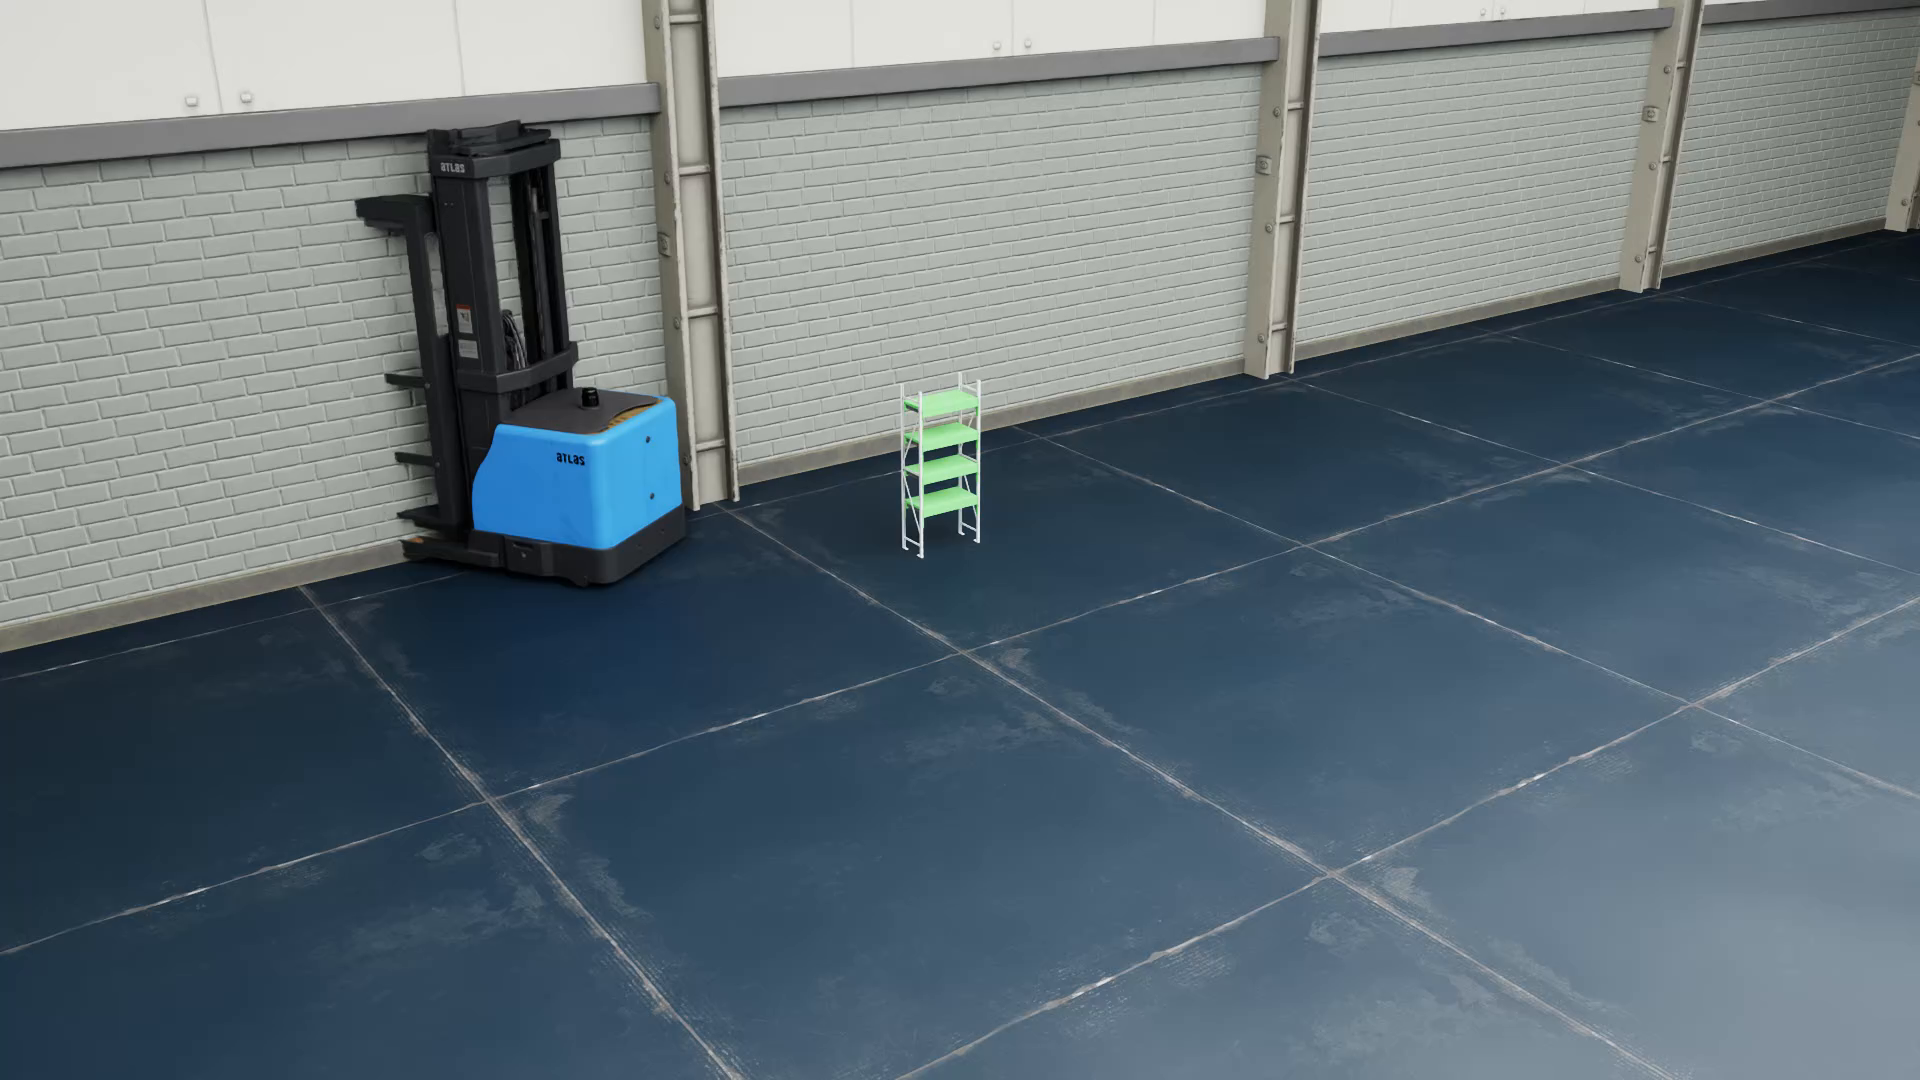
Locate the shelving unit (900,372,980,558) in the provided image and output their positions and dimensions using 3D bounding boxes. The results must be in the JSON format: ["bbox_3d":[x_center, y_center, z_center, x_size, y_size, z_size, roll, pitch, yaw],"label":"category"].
[{"bbox_3d":[-0.134,-0.521,11.584,0.503,1.200,0.258,-15,26,-33],"label":"shelving unit"}]

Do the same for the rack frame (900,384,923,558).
[{"bbox_3d":[-0.332,-0.469,11.452,0.015,1.200,0.240,-15,26,-33],"label":"rack frame"}]

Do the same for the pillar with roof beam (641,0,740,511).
[{"bbox_3d":[0.590,-3.191,7.752,0.400,9.000,9.100,-15,26,-33],"label":"pillar with roof beam"}]

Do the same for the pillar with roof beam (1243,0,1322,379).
[{"bbox_3d":[5.461,-4.490,11.007,0.400,9.000,9.100,-15,26,-33],"label":"pillar with roof beam"}]

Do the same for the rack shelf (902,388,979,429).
[{"bbox_3d":[-0.134,-0.908,11.430,0.480,0.148,0.258,-15,26,-33],"label":"rack shelf"}]

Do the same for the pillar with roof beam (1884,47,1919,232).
[{"bbox_3d":[15.202,-7.088,17.516,0.400,9.000,9.100,-15,26,-33],"label":"pillar with roof beam"}]

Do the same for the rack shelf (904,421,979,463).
[{"bbox_3d":[-0.134,-0.685,11.519,0.480,0.148,0.258,-15,26,-33],"label":"rack shelf"}]

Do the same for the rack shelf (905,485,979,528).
[{"bbox_3d":[-0.134,-0.239,11.697,0.480,0.148,0.258,-15,26,-33],"label":"rack shelf"}]

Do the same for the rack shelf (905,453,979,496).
[{"bbox_3d":[-0.134,-0.462,11.608,0.480,0.148,0.258,-15,26,-33],"label":"rack shelf"}]

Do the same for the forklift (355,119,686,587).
[{"bbox_3d":[-3.512,-1.382,11.405,3.031,2.935,1.130,8,23,20],"label":"forklift"}]

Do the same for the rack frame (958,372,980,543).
[{"bbox_3d":[0.064,-0.574,11.717,0.015,1.200,0.240,-15,26,-33],"label":"rack frame"}]

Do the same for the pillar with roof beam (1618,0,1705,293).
[{"bbox_3d":[10.331,-5.789,14.261,0.400,9.000,9.100,-15,26,-33],"label":"pillar with roof beam"}]
